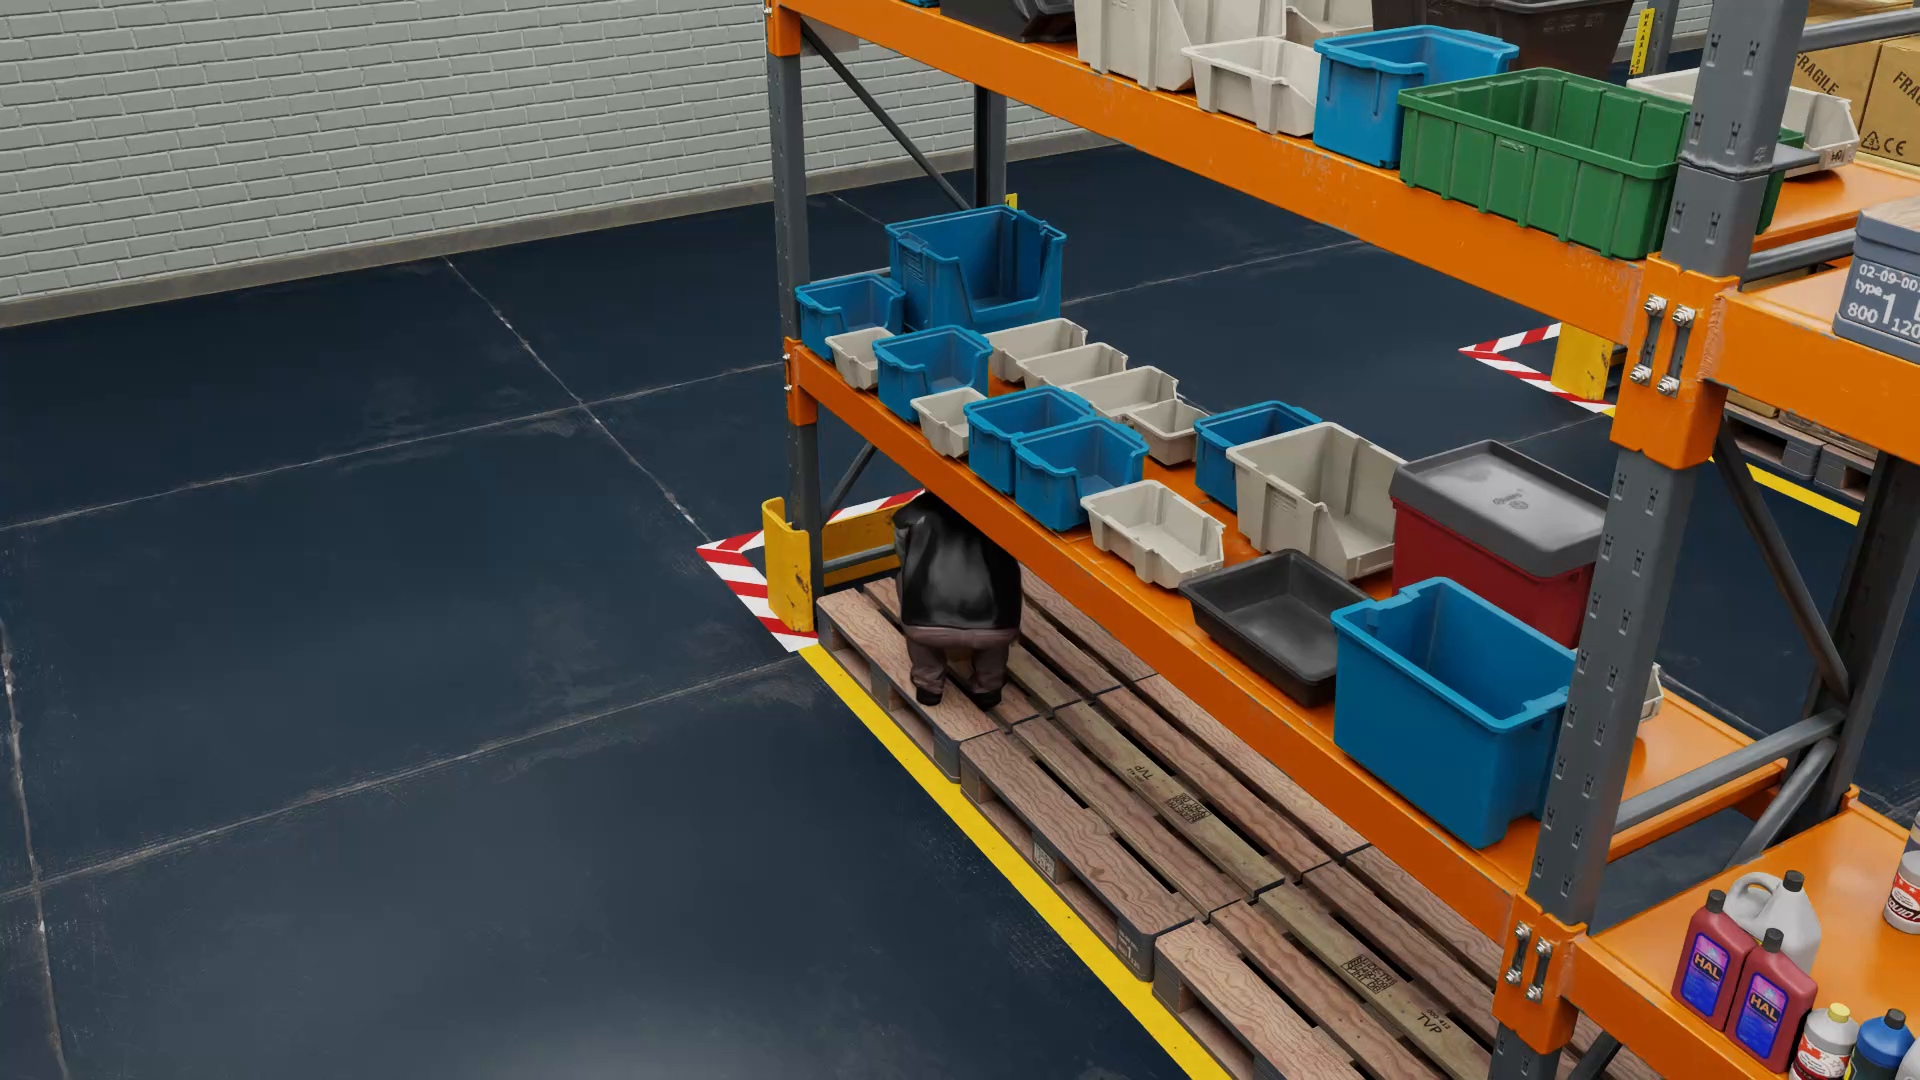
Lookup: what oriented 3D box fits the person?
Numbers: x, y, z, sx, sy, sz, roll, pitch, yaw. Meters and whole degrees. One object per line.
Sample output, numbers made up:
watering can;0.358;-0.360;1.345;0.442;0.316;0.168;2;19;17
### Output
person;-0.014;0.215;6.438;0.502;0.814;0.926;0;29;1
